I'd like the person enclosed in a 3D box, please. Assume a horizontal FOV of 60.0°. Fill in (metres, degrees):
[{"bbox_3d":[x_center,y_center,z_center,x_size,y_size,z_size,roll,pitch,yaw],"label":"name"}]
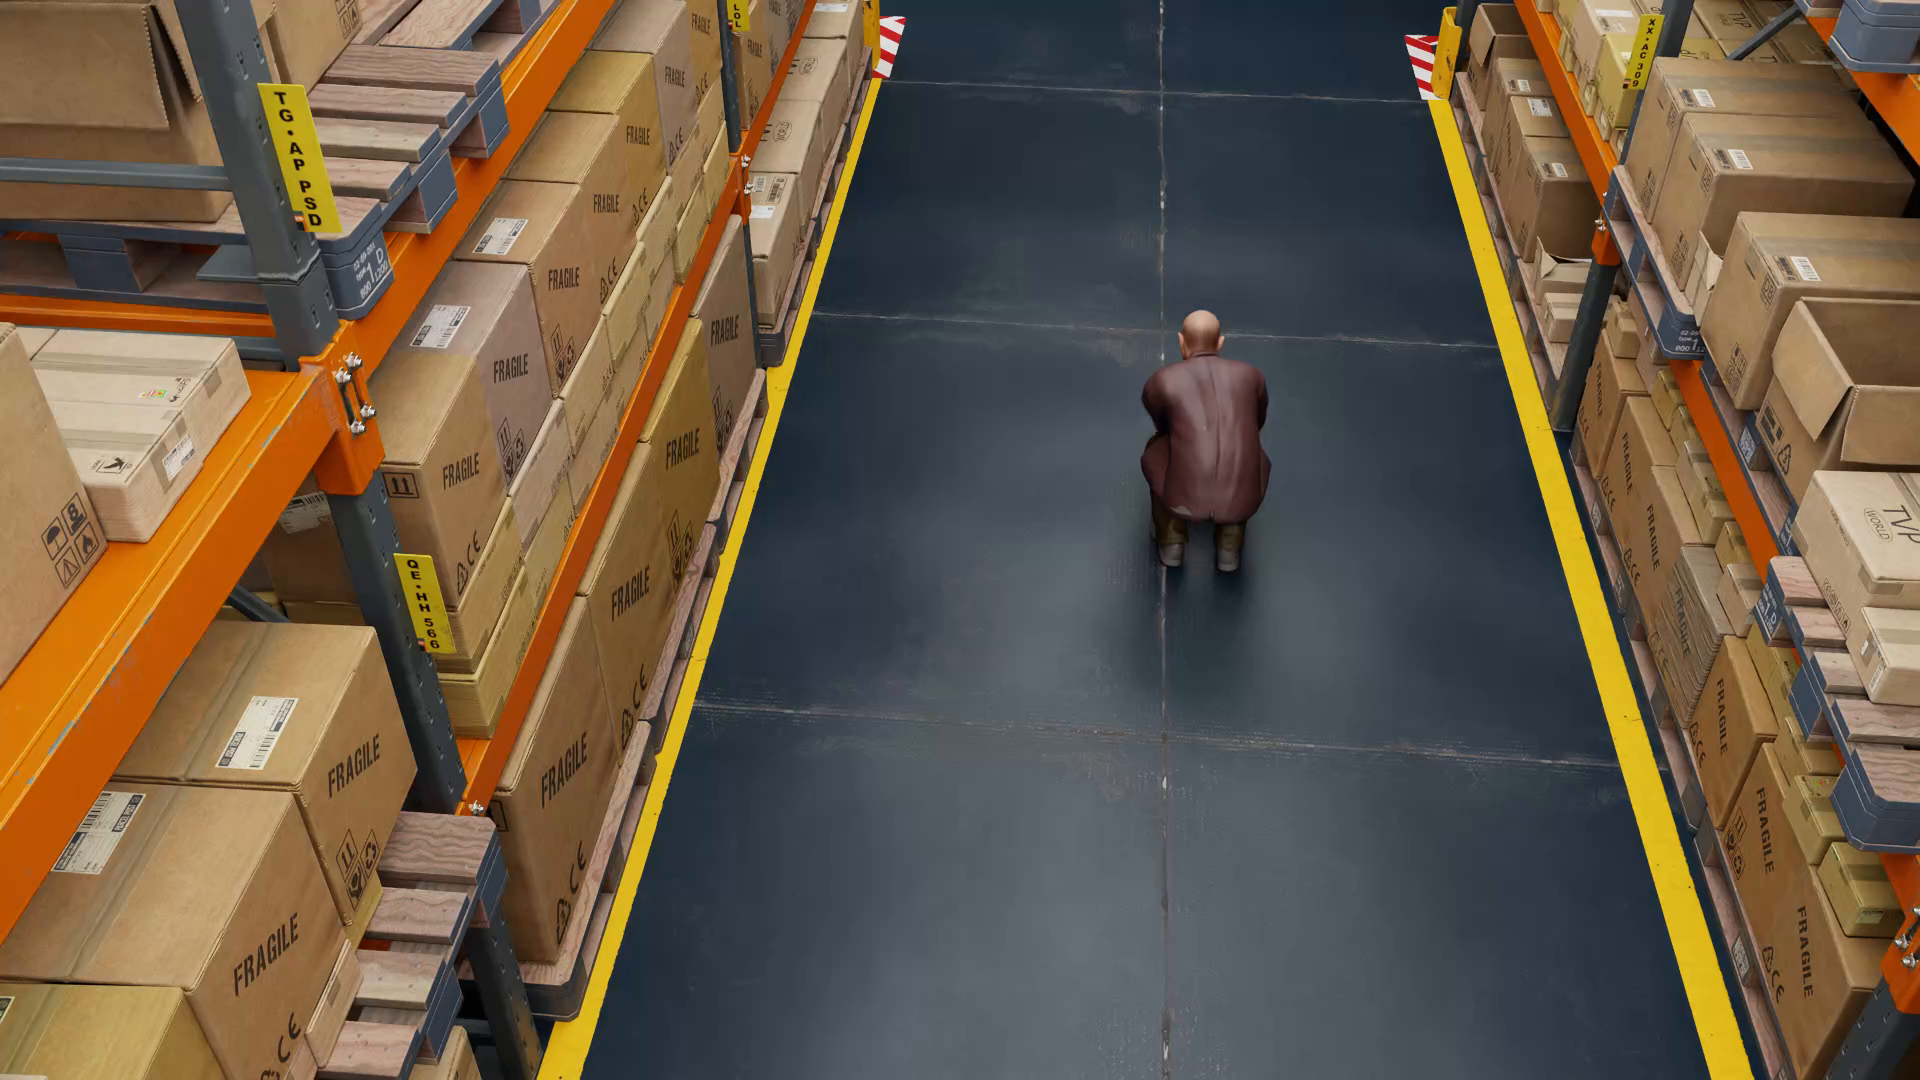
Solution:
[{"bbox_3d":[1.088,-0.456,7.341,0.591,0.995,0.905,3,40,4],"label":"person"}]
